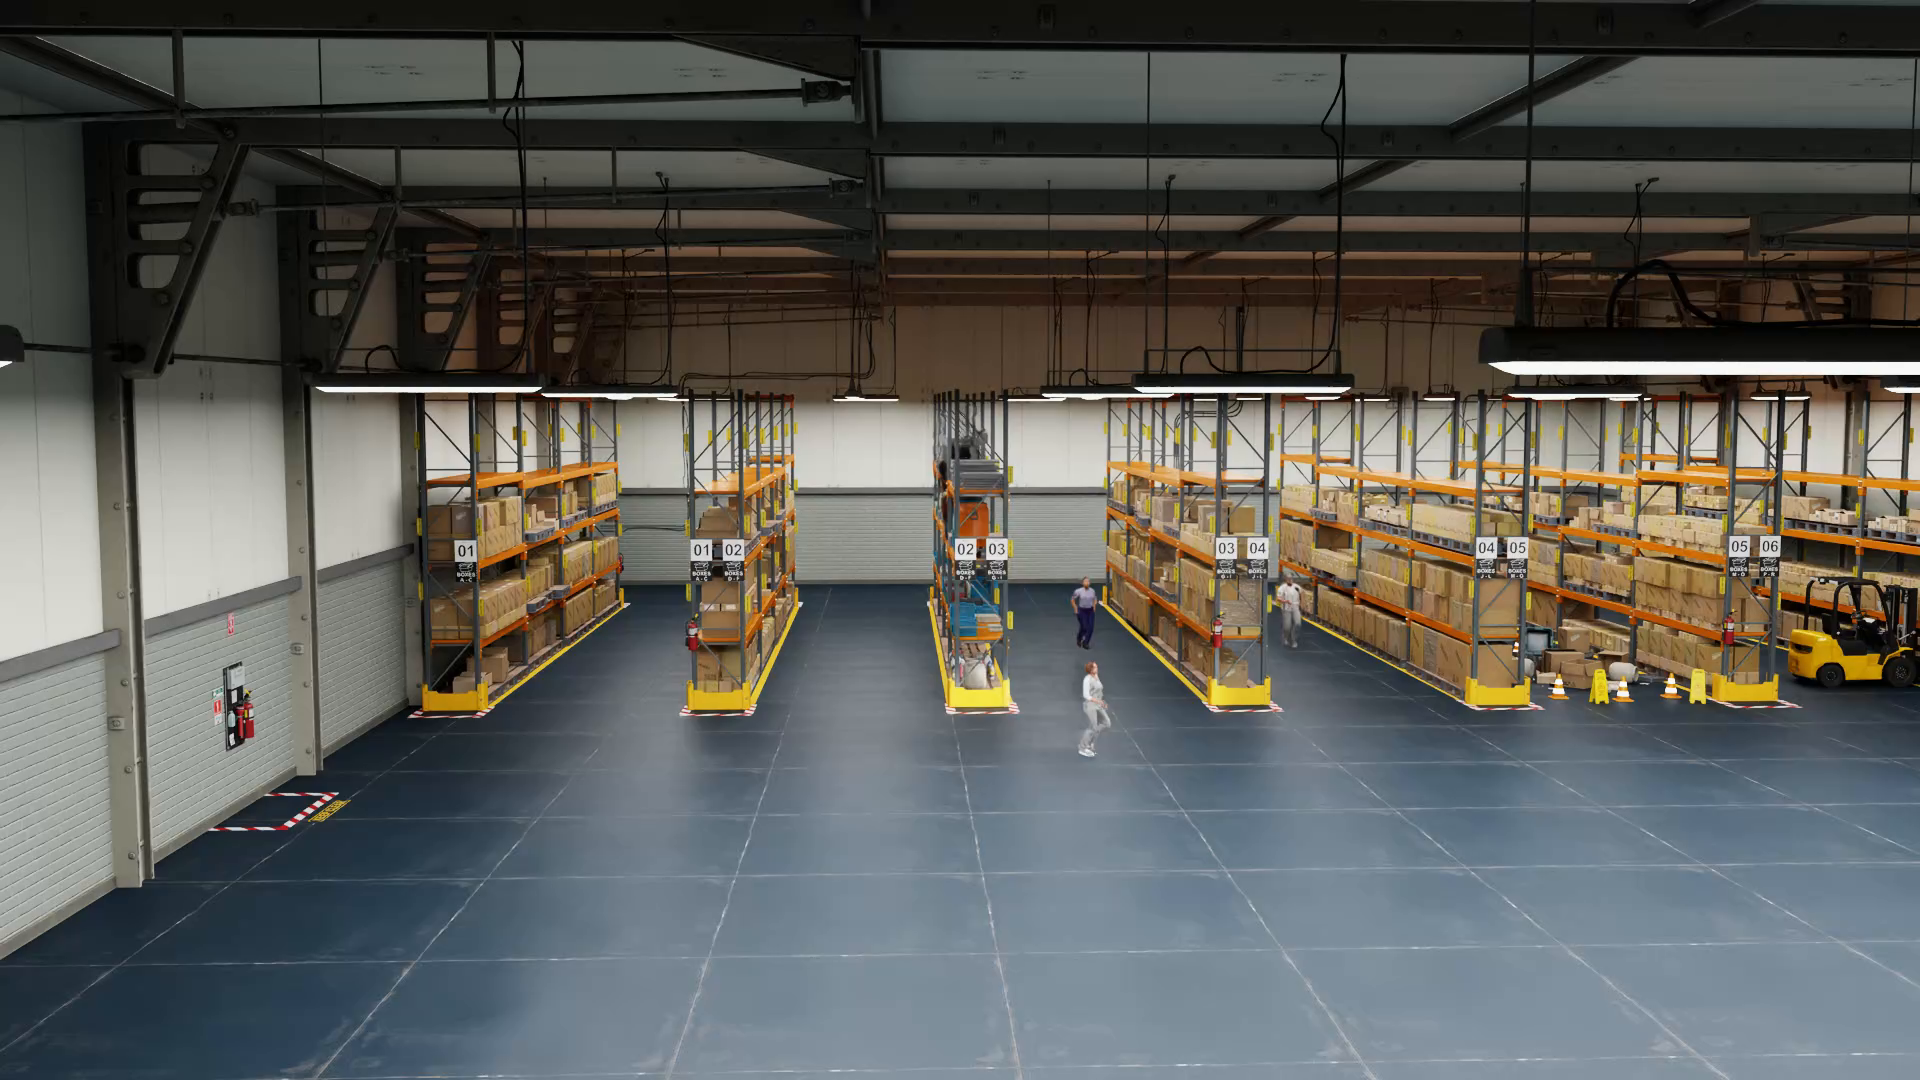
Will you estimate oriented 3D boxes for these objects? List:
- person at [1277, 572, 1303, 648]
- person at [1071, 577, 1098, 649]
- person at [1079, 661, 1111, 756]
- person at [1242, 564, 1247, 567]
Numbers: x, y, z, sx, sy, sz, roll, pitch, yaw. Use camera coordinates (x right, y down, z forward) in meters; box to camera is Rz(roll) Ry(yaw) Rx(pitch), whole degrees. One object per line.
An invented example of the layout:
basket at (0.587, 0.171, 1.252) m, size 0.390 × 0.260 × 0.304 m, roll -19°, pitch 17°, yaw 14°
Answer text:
person at (7.817, 1.664, 39.286) m, size 0.671 × 1.809 × 0.737 m, roll 0°, pitch 5°, yaw -2°
person at (2.797, 1.631, 36.861) m, size 0.607 × 1.590 × 0.502 m, roll -1°, pitch 5°, yaw -17°
person at (2.186, 2.738, 27.063) m, size 0.540 × 1.558 × 0.553 m, roll 3°, pitch 5°, yaw 29°
person at (7.939, 0.928, 48.133) m, size 0.840 × 1.715 × 0.808 m, roll 3°, pitch 6°, yaw 33°
